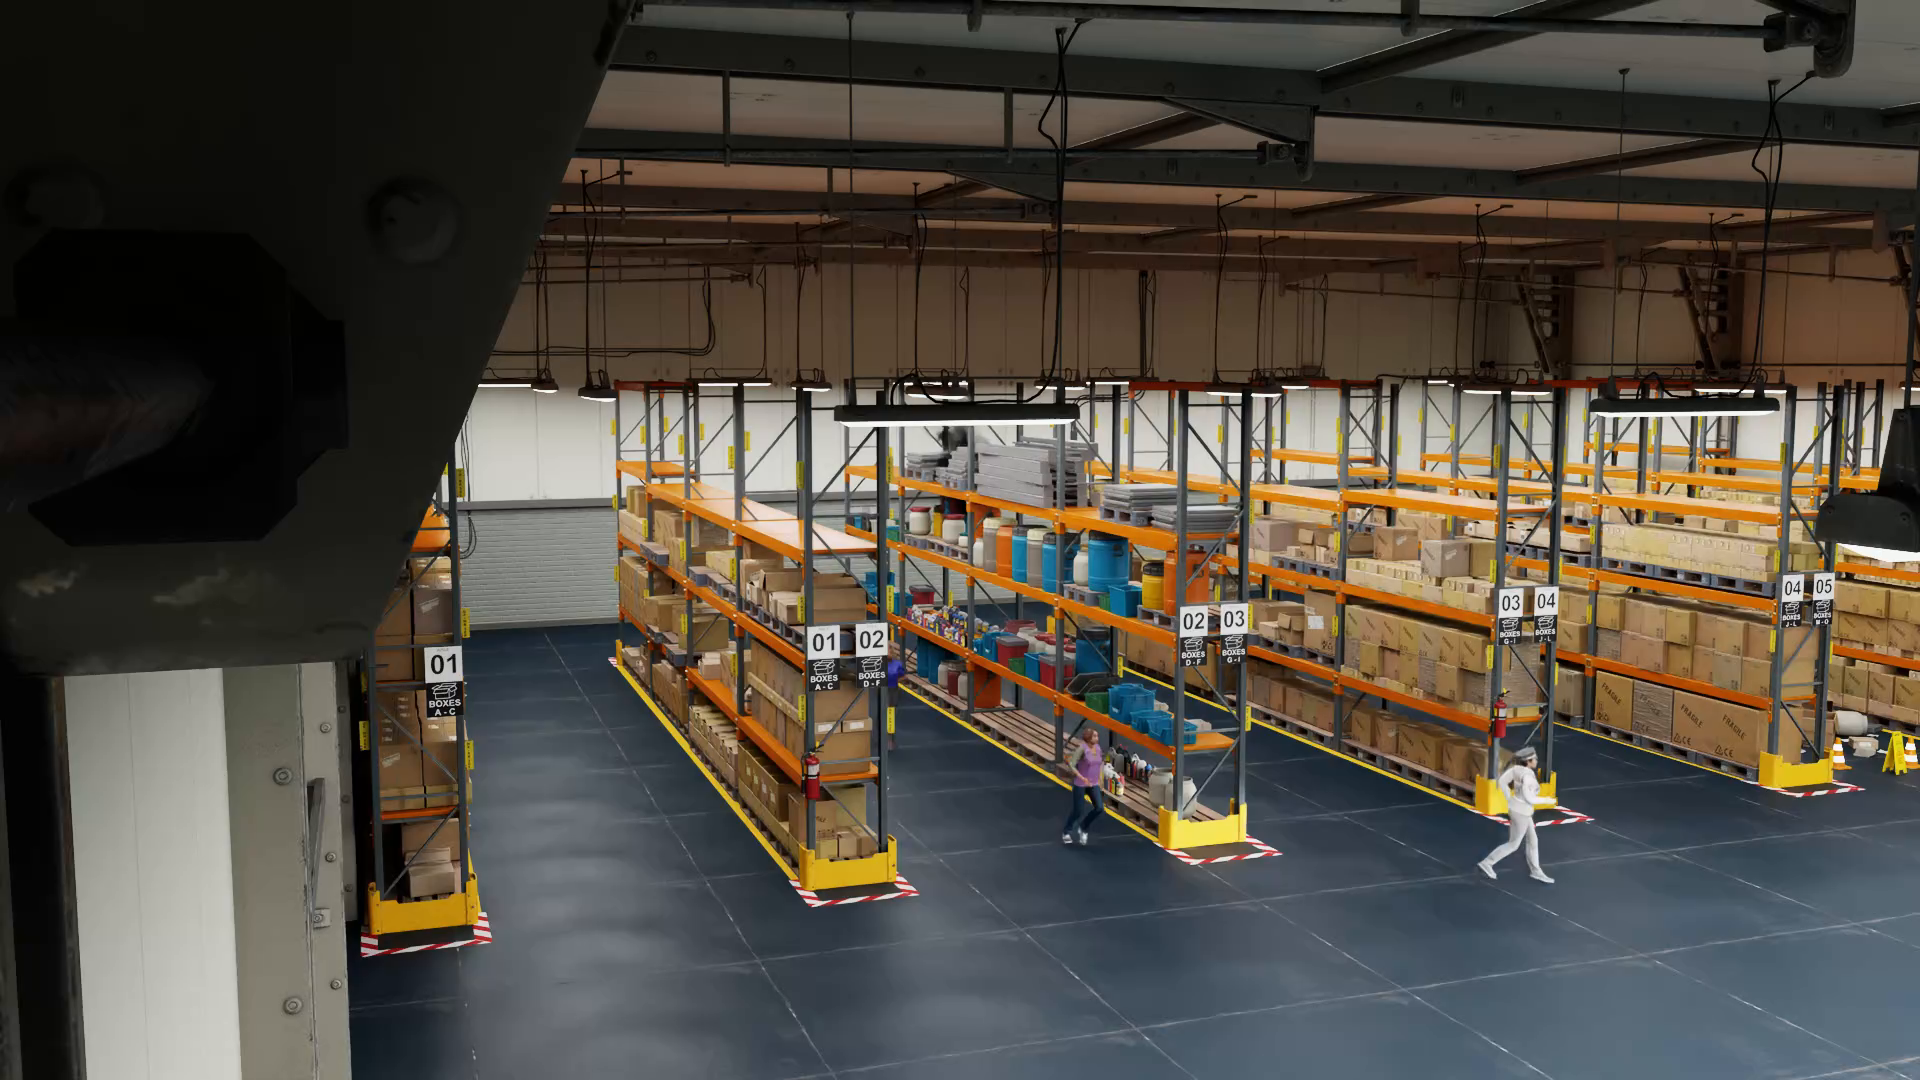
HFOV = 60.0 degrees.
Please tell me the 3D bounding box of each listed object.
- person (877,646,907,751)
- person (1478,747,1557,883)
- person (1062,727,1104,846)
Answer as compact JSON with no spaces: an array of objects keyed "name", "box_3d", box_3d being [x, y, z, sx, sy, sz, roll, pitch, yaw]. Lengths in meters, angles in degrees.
[{"name":"person","box_3d":[-1.159,2.592,27.636,0.560,1.693,0.828,-2,6,-20]},{"name":"person","box_3d":[6.794,3.353,20.261,0.926,1.688,0.584,1,6,5]},{"name":"person","box_3d":[1.690,3.238,21.924,0.602,1.553,0.578,-3,7,-29]}]
